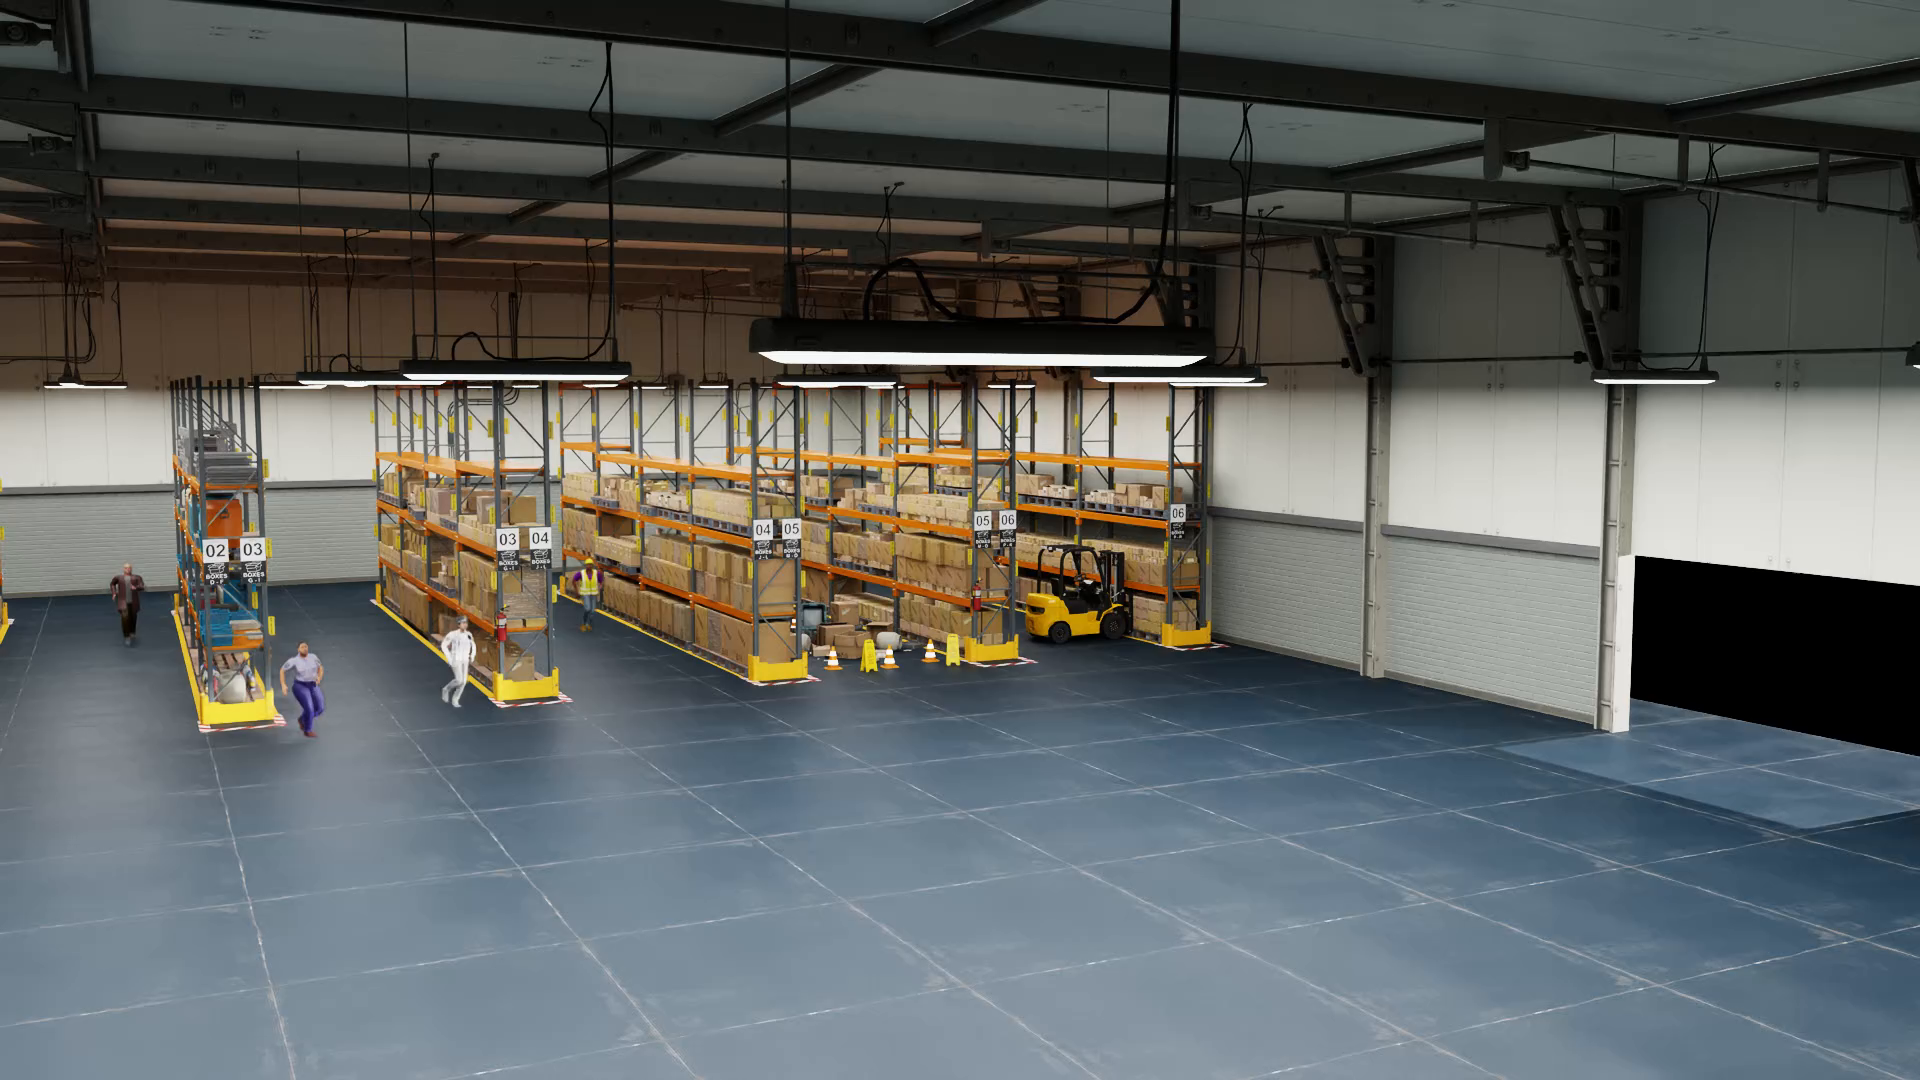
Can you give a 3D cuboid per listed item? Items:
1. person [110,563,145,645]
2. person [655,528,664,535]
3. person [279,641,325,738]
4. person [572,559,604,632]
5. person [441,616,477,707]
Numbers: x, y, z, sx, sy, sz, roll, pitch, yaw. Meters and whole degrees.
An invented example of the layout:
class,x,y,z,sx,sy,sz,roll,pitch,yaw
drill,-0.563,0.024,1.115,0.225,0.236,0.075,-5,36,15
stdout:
class,x,y,z,sx,sy,sz,roll,pitch,yaw
person,-19.024,1.442,38.047,0.678,1.833,0.916,-3,6,-33
person,-8.944,0.490,49.547,0.688,1.726,0.561,-3,6,-29
person,-10.908,2.499,27.656,0.503,1.607,0.748,3,6,28
person,-8.833,1.320,39.694,0.697,1.753,0.672,-3,6,-29
person,-9.126,2.220,30.420,0.525,1.679,0.626,5,7,42
